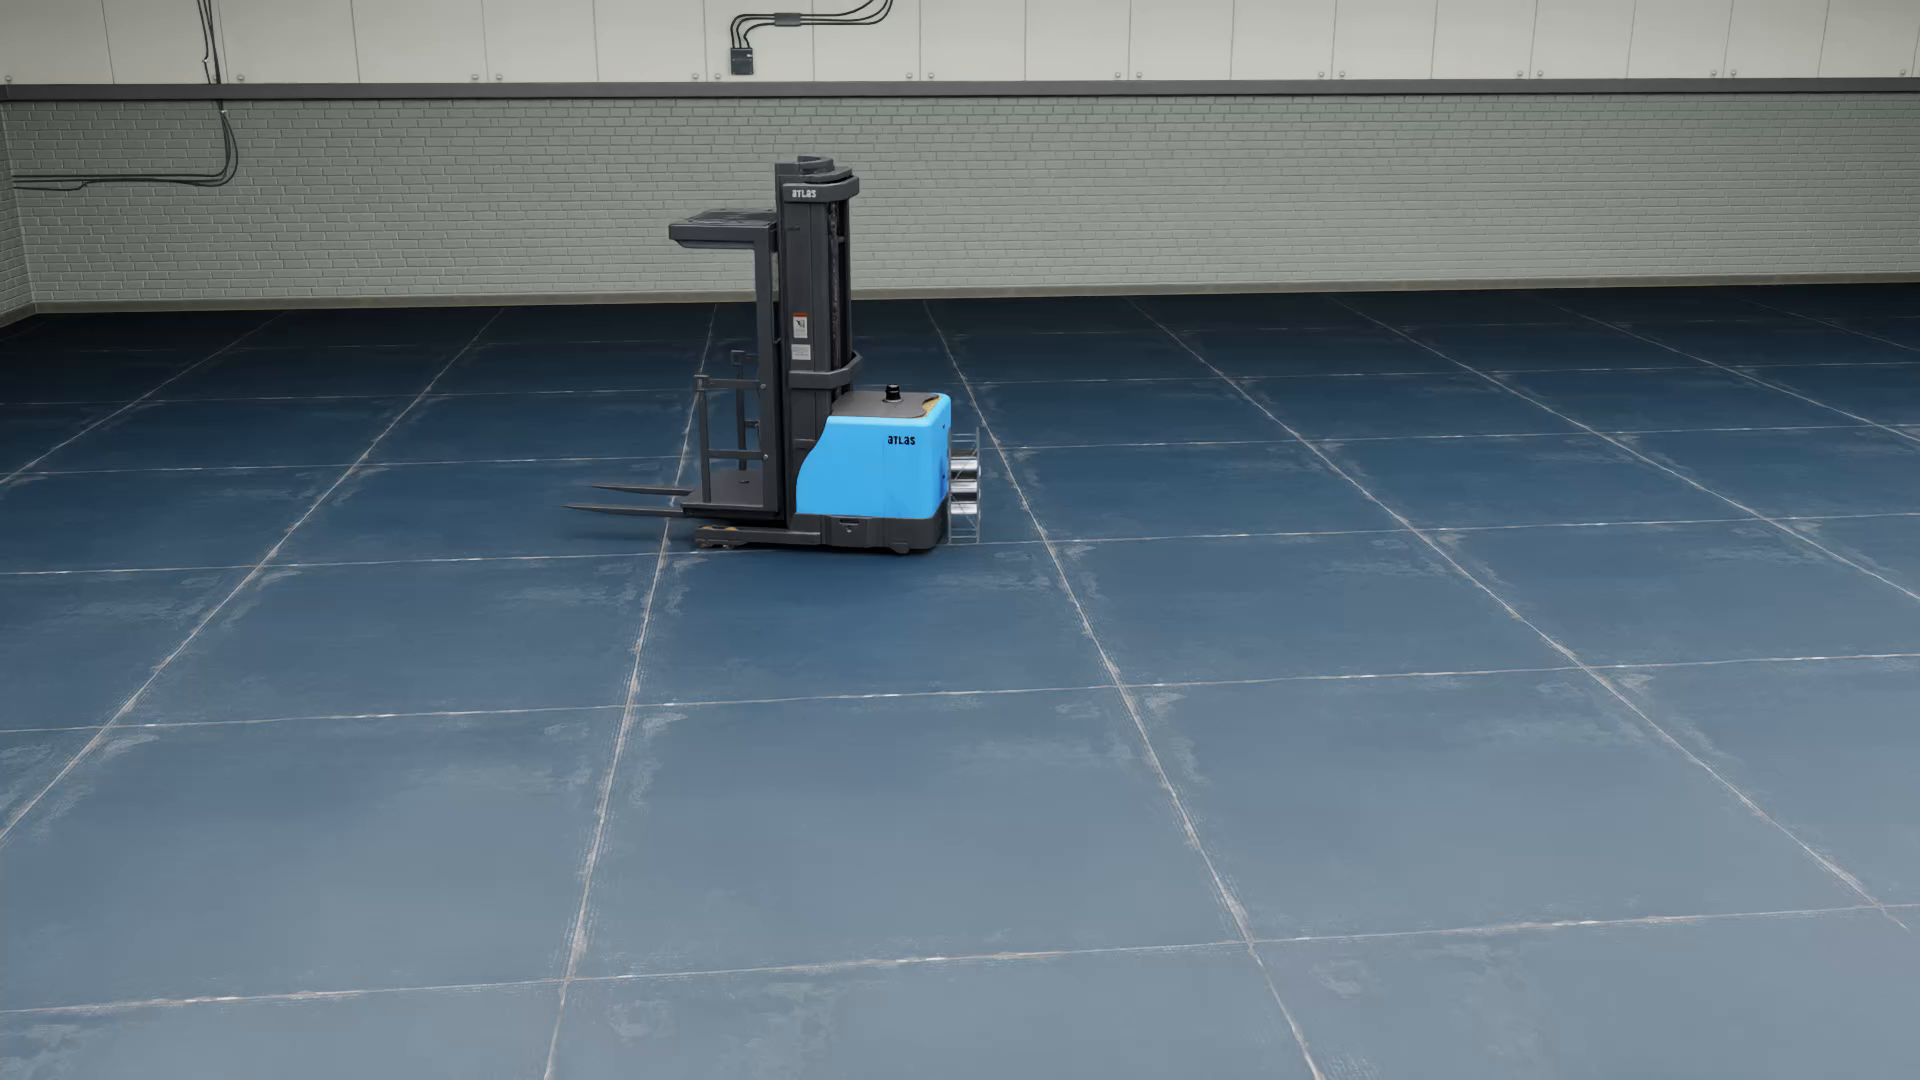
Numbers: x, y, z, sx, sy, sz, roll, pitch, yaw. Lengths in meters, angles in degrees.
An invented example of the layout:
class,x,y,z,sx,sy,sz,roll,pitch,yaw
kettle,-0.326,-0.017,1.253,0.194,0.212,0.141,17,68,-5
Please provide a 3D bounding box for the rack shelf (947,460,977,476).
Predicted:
class,x,y,z,sx,sy,sz,roll,pitch,yaw
rack shelf,0.030,-0.564,12.982,0.258,0.077,0.200,0,17,-1

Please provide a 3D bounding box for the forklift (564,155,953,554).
class,x,y,z,sx,sy,sz,roll,pitch,yaw
forklift,-1.623,-1.482,13.005,3.031,2.935,1.130,3,18,9

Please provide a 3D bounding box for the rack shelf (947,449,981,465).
class,x,y,z,sx,sy,sz,roll,pitch,yaw
rack shelf,0.030,-0.650,12.955,0.258,0.077,0.200,0,17,-1

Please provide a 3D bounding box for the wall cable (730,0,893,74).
class,x,y,z,sx,sy,sz,roll,pitch,yaw
wall cable,-2.048,-9.412,22.457,2.305,6.003,0.169,-2,18,-6

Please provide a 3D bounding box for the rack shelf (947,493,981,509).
class,x,y,z,sx,sy,sz,roll,pitch,yaw
rack shelf,0.030,-0.307,13.063,0.258,0.077,0.200,0,17,-1

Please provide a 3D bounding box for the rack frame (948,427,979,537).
class,x,y,z,sx,sy,sz,roll,pitch,yaw
rack frame,0.027,-0.455,13.123,0.240,0.900,0.006,0,17,-1

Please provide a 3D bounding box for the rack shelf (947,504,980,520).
class,x,y,z,sx,sy,sz,roll,pitch,yaw
rack shelf,0.030,-0.221,13.090,0.258,0.077,0.200,0,17,-1

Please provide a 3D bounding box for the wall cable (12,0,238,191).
class,x,y,z,sx,sy,sz,roll,pitch,yaw
wall cable,-11.492,-6.020,22.512,3.097,2.526,0.112,-2,18,-6

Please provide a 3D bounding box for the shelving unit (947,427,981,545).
class,x,y,z,sx,sy,sz,roll,pitch,yaw
shelving unit,0.030,-0.424,13.026,0.258,0.900,0.210,0,17,-1

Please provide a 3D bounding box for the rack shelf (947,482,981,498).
class,x,y,z,sx,sy,sz,roll,pitch,yaw
rack shelf,0.030,-0.393,13.036,0.258,0.077,0.200,0,17,-1

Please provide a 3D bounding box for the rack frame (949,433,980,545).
class,x,y,z,sx,sy,sz,roll,pitch,yaw
rack frame,0.032,-0.394,12.929,0.240,0.900,0.006,0,17,-1

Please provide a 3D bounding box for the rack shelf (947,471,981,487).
class,x,y,z,sx,sy,sz,roll,pitch,yaw
rack shelf,0.030,-0.478,13.009,0.258,0.077,0.200,0,17,-1
